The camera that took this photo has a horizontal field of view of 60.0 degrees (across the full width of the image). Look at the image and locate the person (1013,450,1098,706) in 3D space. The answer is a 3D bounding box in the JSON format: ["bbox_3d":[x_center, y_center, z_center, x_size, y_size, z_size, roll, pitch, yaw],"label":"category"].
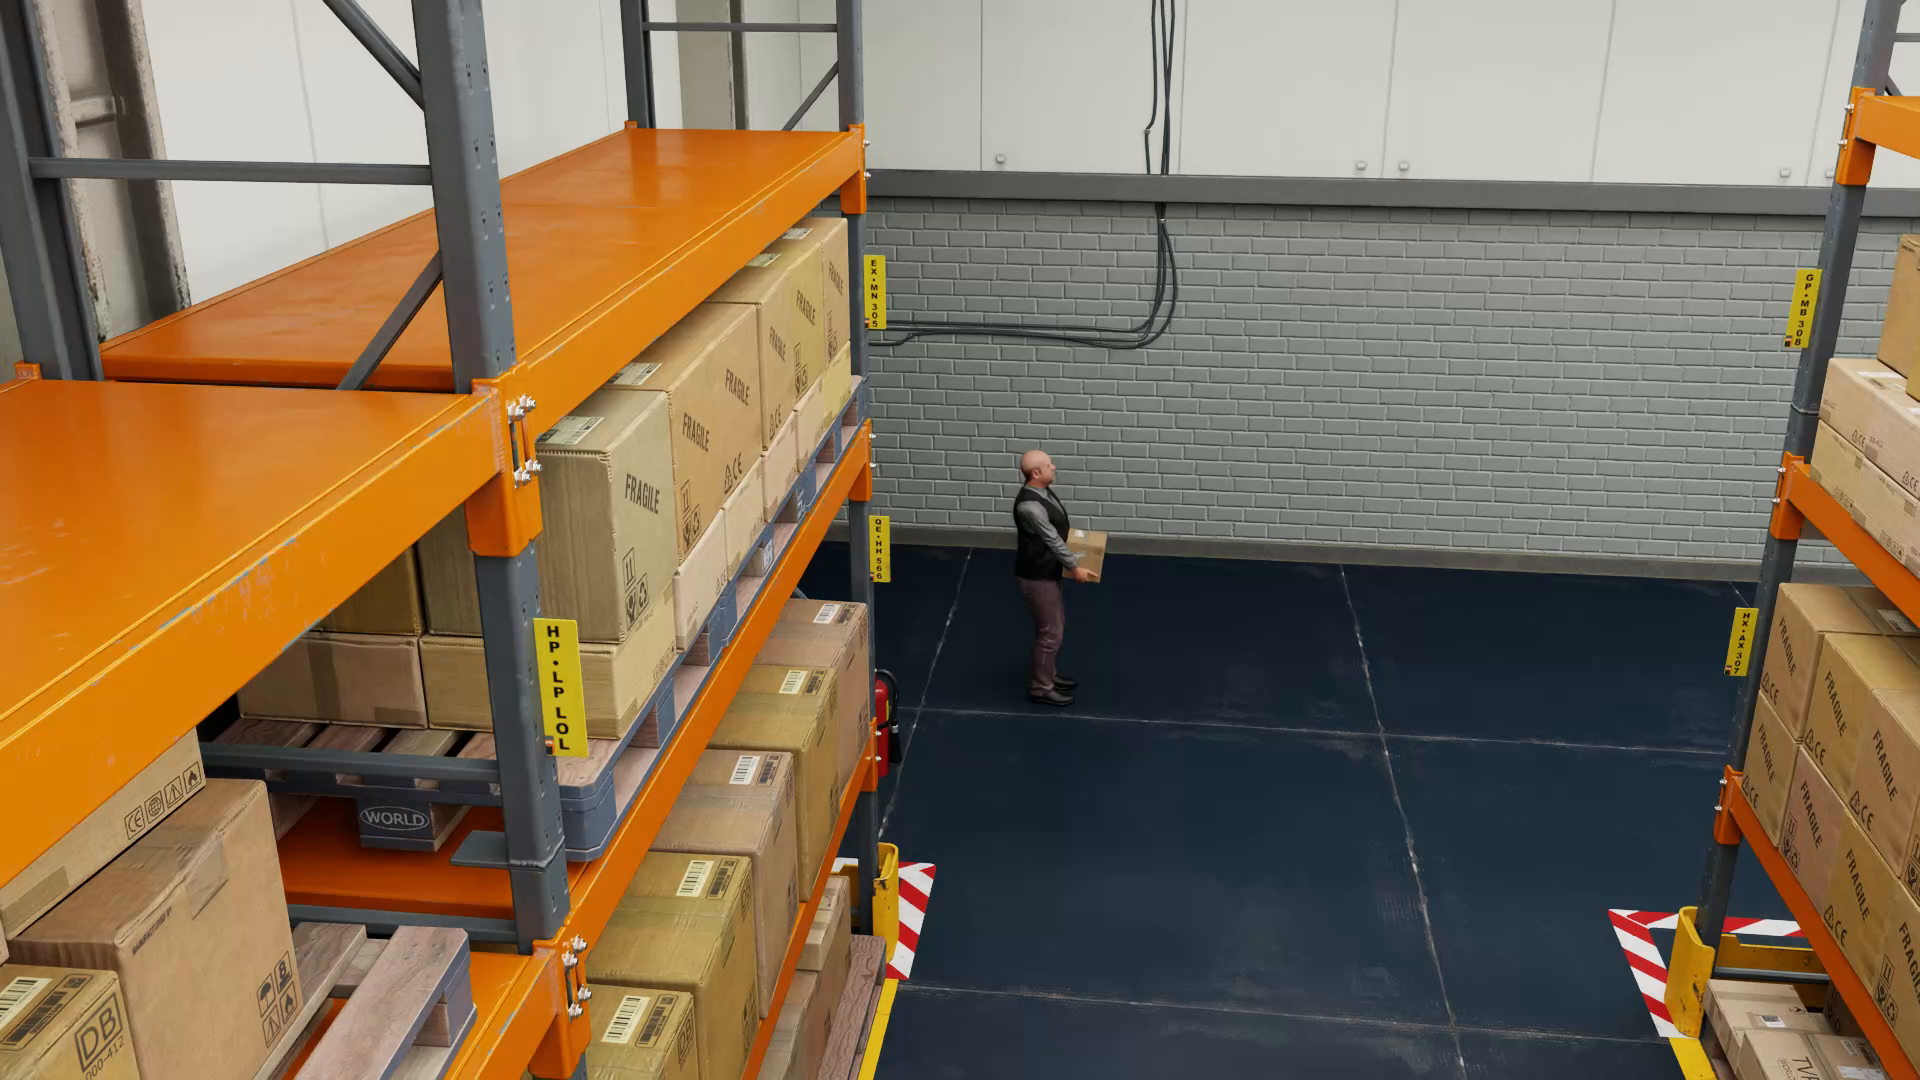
[{"bbox_3d":[0.633,0.236,10.943,0.558,1.711,0.494,3,21,7],"label":"person"}]
